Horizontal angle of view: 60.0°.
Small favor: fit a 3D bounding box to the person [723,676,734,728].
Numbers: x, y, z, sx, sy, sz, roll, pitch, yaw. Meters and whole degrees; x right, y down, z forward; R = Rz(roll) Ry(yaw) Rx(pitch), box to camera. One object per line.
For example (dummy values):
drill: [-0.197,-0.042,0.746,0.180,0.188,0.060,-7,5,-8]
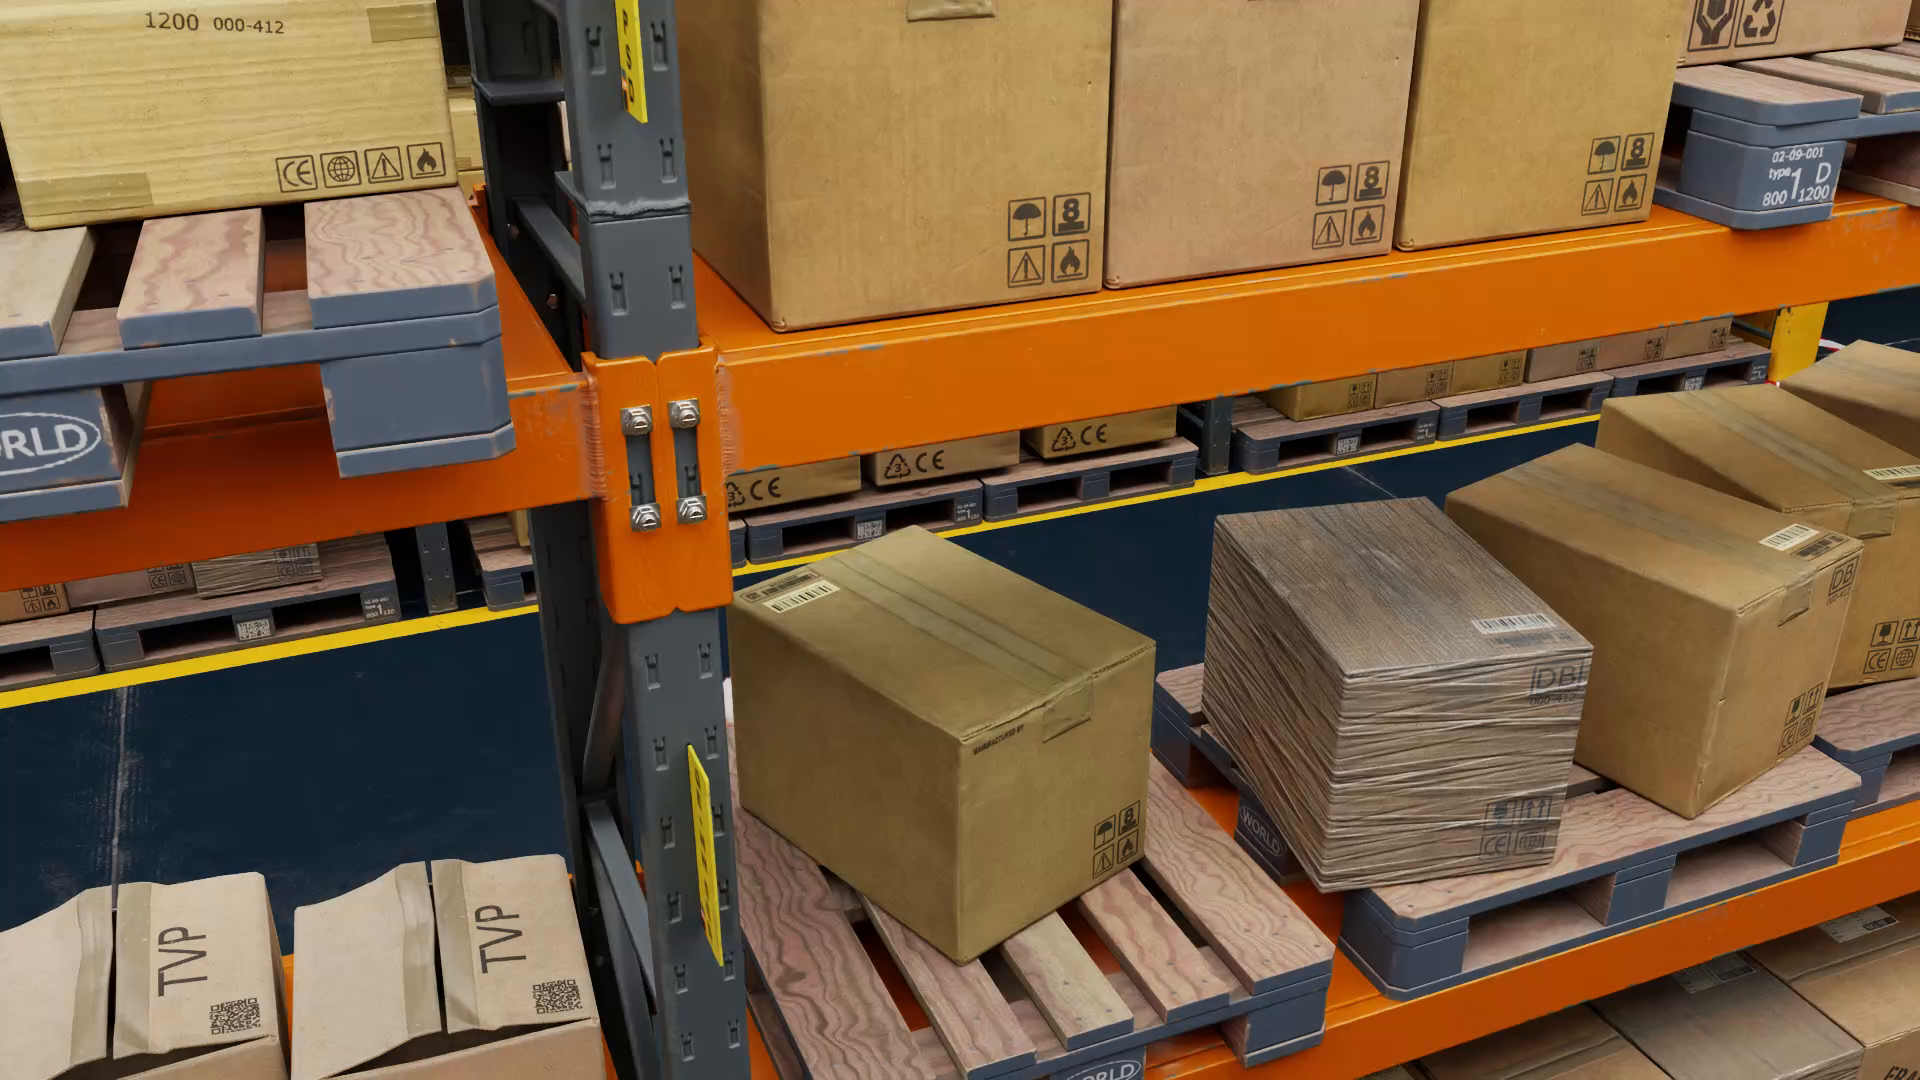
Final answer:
person: [-0.581,0.785,5.626,0.964,0.821,0.521,-11,28,-22]
